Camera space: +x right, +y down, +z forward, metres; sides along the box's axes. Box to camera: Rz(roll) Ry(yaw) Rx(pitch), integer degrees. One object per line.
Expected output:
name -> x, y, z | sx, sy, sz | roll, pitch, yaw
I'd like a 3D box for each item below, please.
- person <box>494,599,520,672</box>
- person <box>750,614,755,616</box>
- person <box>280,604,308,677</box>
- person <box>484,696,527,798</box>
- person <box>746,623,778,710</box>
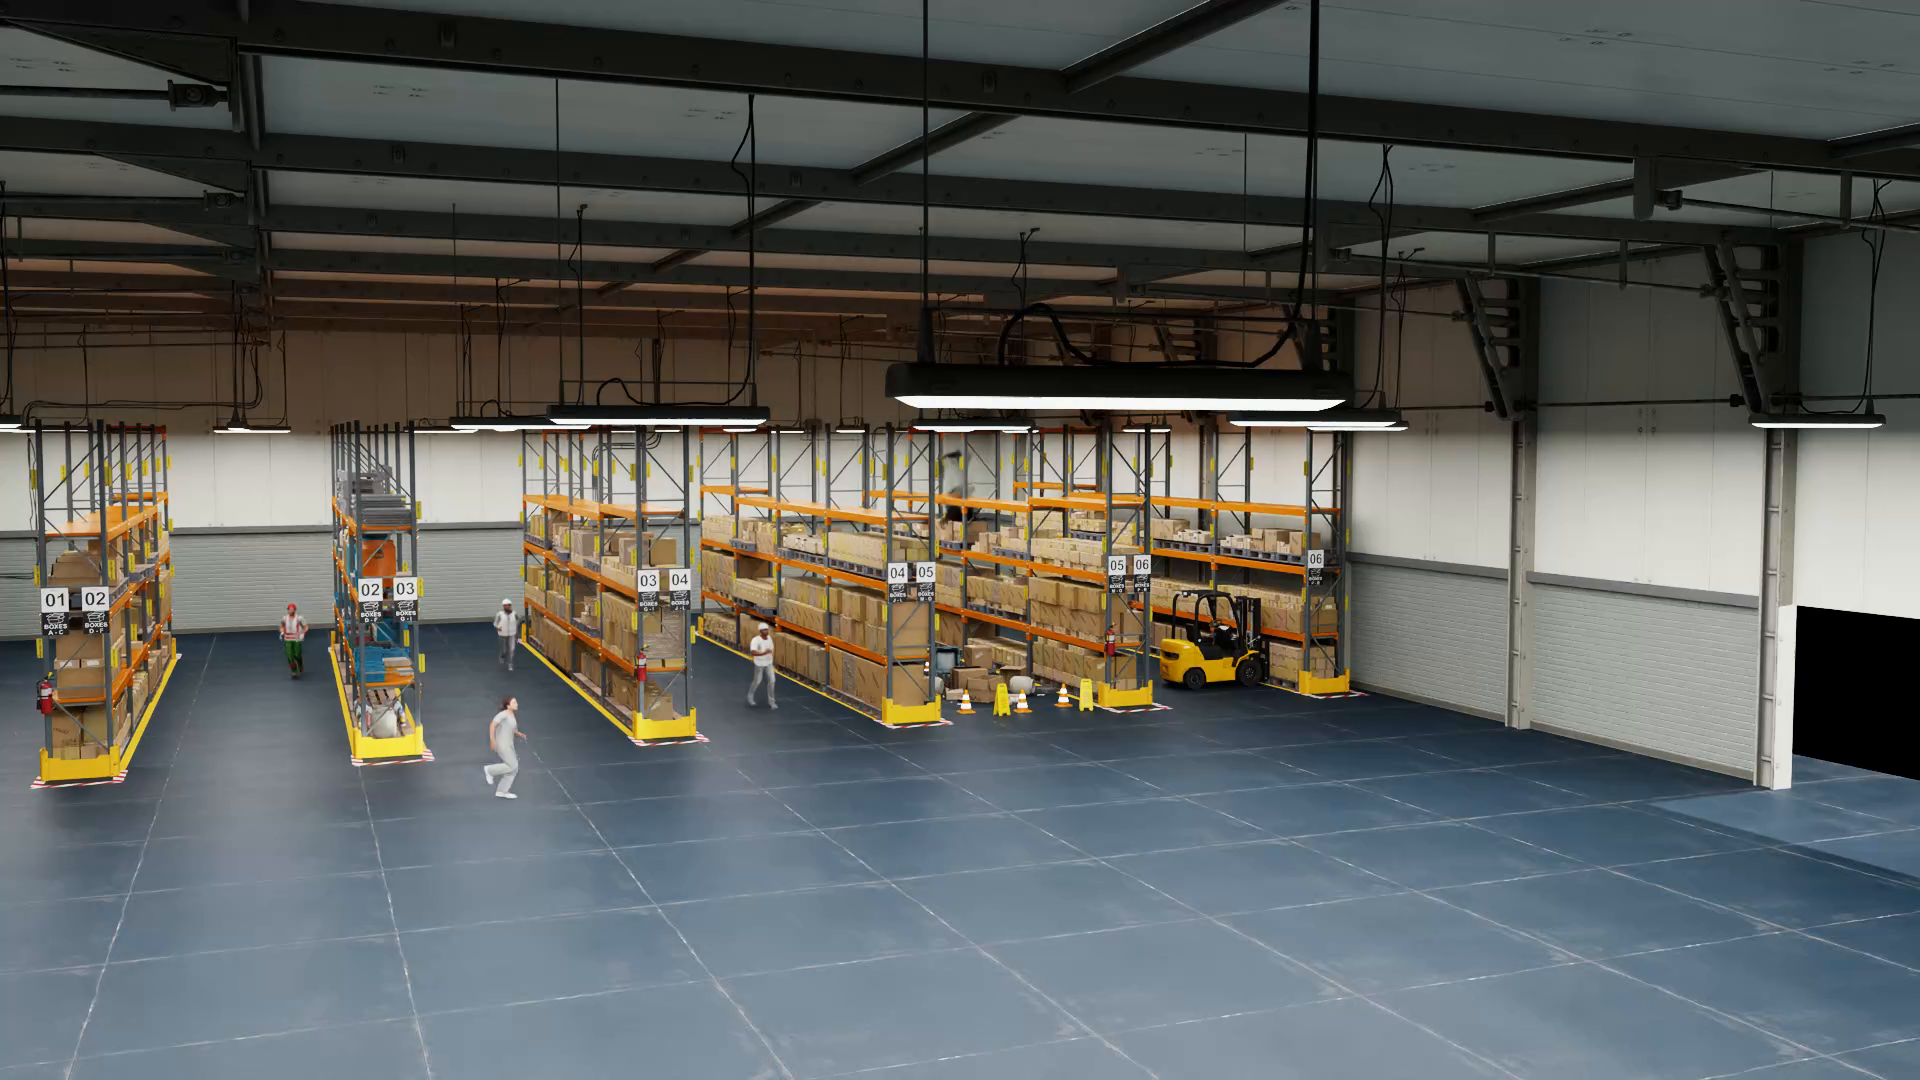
person -> -11.079, 2.308, 40.677 | 0.650, 1.754, 0.876 | -2, 4, -26
person -> -6.053, 1.766, 50.267 | 0.812, 1.691, 0.628 | -2, 4, -28
person -> -15.838, 2.382, 39.495 | 0.634, 1.741, 0.585 | 0, 4, -7
person -> -7.214, 3.283, 26.377 | 0.656, 1.619, 0.601 | 0, 4, 7
person -> -4.163, 2.635, 34.979 | 0.681, 1.802, 0.897 | -3, 5, -43
